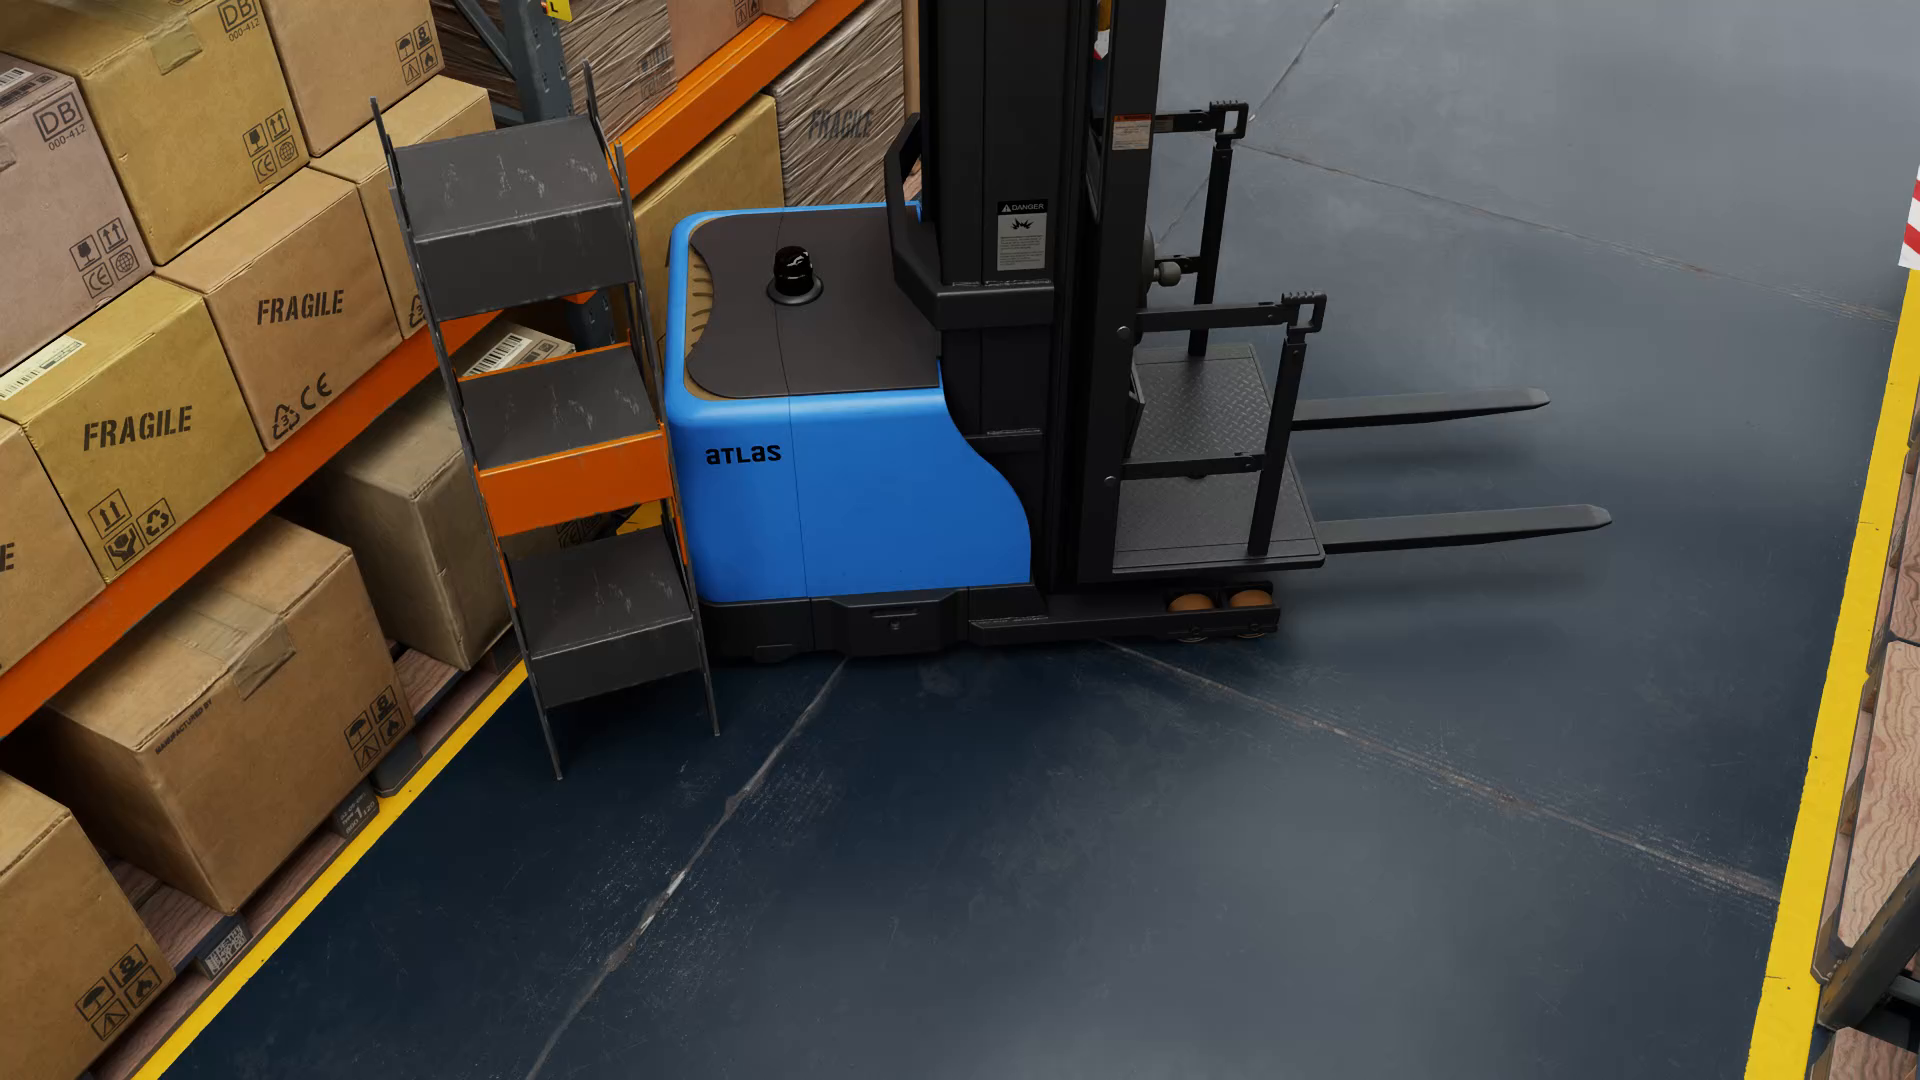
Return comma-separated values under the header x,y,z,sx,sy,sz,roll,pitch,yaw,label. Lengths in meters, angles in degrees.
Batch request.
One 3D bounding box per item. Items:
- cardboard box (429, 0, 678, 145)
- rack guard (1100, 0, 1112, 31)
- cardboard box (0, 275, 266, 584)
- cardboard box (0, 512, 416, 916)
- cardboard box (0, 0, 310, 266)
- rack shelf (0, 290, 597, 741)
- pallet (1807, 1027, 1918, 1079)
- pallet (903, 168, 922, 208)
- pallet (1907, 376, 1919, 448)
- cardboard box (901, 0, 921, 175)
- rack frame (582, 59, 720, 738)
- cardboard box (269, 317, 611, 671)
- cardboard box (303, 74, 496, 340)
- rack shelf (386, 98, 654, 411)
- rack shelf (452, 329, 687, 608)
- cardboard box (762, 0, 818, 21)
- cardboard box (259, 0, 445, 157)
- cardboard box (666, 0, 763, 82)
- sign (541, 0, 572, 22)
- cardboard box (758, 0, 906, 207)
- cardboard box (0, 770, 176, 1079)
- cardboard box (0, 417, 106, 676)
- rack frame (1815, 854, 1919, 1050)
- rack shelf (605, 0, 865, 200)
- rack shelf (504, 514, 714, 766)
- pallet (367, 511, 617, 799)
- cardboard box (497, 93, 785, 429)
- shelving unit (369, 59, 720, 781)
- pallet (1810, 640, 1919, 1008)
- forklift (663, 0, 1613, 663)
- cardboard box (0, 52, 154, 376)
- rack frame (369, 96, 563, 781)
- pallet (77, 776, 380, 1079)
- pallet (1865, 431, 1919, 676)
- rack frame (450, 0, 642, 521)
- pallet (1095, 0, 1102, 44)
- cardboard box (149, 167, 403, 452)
x,y,z,sx,sy,sz,roll,pitch,yaw,label
-1.419,-1.616,5.133,0.875,0.550,0.550,20,49,19,cardboard box
0.288,-2.983,8.347,1.175,0.500,0.348,20,49,19,rack guard
-2.054,-0.308,3.875,0.500,0.500,0.500,21,49,19,cardboard box
-2.239,0.344,4.588,1.050,0.750,0.750,20,49,19,cardboard box
-2.042,-1.074,3.929,0.700,0.500,0.500,20,49,18,cardboard box
-2.508,0.186,3.963,1.077,0.370,4.000,20,49,19,rack shelf
2.407,1.846,3.777,1.003,0.211,1.213,20,49,19,pallet
-0.592,-1.571,7.154,1.003,0.211,1.213,20,49,19,pallet
4.180,-0.617,6.212,1.003,0.211,1.213,20,49,19,pallet
-0.386,-2.243,7.057,0.875,0.875,0.875,20,49,18,cardboard box
-0.817,-0.261,4.532,0.015,2.100,0.400,-14,47,-14,rack frame
-1.788,-0.263,5.187,1.050,0.750,0.750,20,49,19,cardboard box
-1.585,-0.945,4.505,0.500,0.500,0.500,20,49,19,cardboard box
-1.046,-0.685,3.985,0.480,0.518,0.431,-14,47,-14,rack shelf
-1.046,-0.193,4.483,0.480,0.518,0.431,-14,47,-14,rack shelf
-0.829,-2.271,5.780,0.875,0.550,0.550,20,49,19,cardboard box
-1.805,-1.399,4.250,0.700,0.500,0.500,20,49,18,cardboard box
-1.184,-1.970,5.482,0.875,0.550,0.550,20,49,19,cardboard box
-1.094,-1.533,4.398,0.100,0.325,0.005,20,49,19,sign
-0.811,-1.670,6.490,0.875,0.875,0.875,21,49,19,cardboard box
-2.671,0.931,4.008,1.050,0.750,0.750,21,49,20,cardboard box
-2.288,0.012,3.559,0.500,0.500,0.500,20,49,19,cardboard box
2.767,0.375,3.271,1.000,3.000,0.127,20,49,19,rack frame
-0.651,-2.334,6.453,1.077,0.370,4.000,20,49,19,rack shelf
-1.046,0.299,4.981,0.480,0.518,0.431,-14,47,-14,rack shelf
-1.871,0.164,5.439,1.003,0.211,1.213,20,49,19,pallet
-1.226,-1.101,5.927,0.875,0.875,0.875,21,49,20,cardboard box
-1.046,-0.202,4.474,0.503,2.100,0.431,-14,47,-14,shelving unit
3.047,0.920,4.692,1.003,0.211,1.213,20,49,19,pallet
0.621,-1.071,4.748,3.031,2.935,1.130,-4,45,-4,forklift
-2.277,-0.756,3.615,0.700,0.500,0.500,21,49,19,cardboard box
-1.276,-0.143,4.415,0.015,2.100,0.400,-14,47,-14,rack frame
-2.436,0.936,4.677,1.003,0.211,1.213,20,49,19,pallet
3.612,0.149,5.455,1.003,0.211,1.213,20,49,19,pallet
-1.580,-1.327,4.952,1.000,3.000,0.127,20,49,19,rack frame
-0.025,-2.337,7.911,1.003,0.211,1.213,20,49,19,pallet
-1.820,-0.627,4.190,0.500,0.500,0.500,20,49,19,cardboard box
